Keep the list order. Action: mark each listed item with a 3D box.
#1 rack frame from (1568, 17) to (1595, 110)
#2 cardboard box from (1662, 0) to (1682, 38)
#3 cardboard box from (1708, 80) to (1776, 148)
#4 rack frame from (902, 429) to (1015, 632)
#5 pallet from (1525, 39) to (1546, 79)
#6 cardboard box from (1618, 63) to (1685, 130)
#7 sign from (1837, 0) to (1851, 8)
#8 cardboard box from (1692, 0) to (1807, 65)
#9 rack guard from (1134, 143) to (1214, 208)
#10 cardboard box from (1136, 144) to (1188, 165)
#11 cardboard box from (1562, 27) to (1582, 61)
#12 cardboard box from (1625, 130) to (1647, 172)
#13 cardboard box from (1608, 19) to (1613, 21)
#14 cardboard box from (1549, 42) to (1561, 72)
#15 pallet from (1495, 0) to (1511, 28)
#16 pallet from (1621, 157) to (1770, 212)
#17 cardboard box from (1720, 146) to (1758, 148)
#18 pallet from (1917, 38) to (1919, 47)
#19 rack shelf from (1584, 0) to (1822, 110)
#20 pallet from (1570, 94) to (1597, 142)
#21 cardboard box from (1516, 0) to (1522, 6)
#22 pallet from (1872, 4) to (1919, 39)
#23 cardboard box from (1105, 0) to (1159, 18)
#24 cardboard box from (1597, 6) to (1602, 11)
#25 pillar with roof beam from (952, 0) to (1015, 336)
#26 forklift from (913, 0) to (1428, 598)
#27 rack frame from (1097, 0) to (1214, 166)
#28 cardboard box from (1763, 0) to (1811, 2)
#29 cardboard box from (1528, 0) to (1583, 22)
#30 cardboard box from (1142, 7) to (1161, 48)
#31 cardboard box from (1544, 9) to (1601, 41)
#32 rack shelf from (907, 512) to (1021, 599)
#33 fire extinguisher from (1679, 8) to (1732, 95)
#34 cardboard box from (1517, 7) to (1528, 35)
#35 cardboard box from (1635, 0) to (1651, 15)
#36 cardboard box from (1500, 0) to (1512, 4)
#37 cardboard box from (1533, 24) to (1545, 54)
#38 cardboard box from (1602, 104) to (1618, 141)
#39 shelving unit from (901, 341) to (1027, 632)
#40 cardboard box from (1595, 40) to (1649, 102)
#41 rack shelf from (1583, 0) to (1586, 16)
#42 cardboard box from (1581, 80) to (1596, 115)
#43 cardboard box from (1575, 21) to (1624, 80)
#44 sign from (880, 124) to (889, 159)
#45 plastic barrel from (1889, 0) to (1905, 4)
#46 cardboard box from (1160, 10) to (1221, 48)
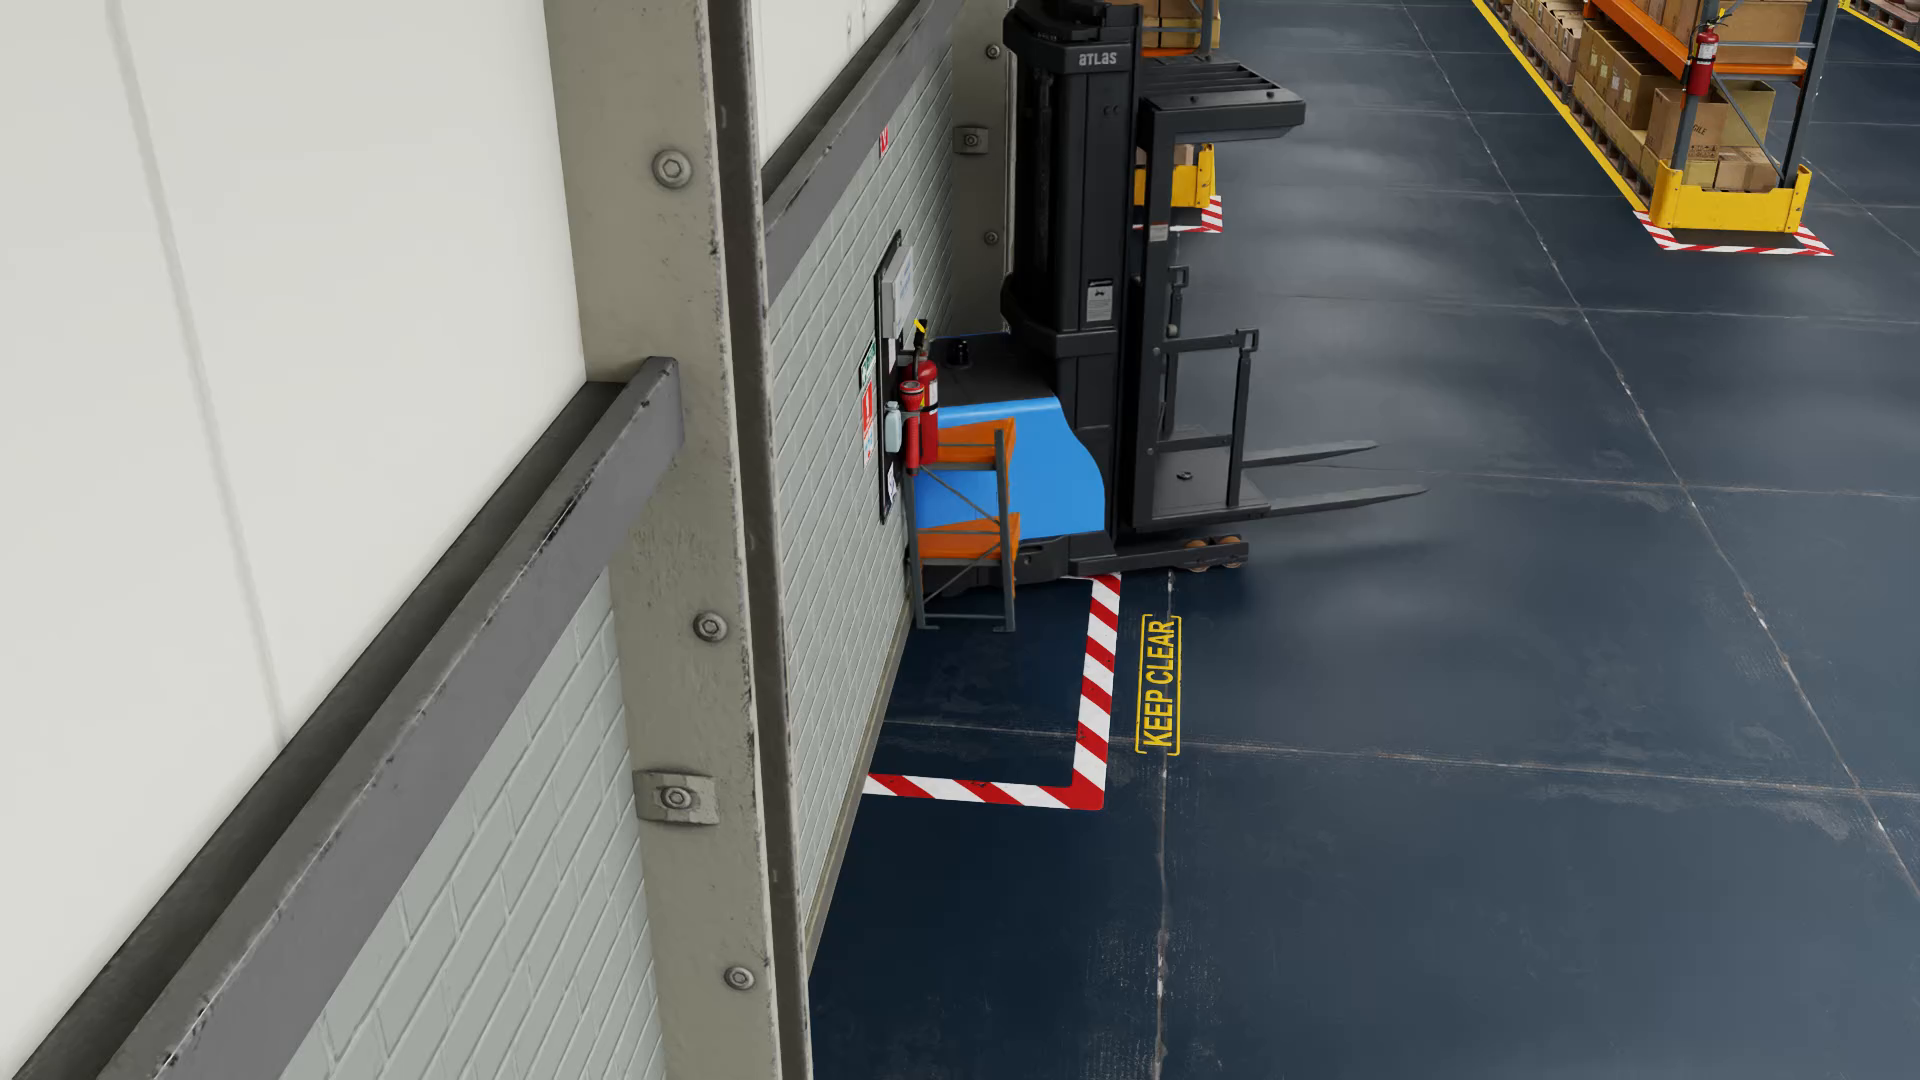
[{"bbox_3d":[7.041,-5.929,17.092,1.000,3.000,0.127,3,28,6],"label":"rack frame"},{"bbox_3d":[6.747,-4.790,14.873,0.700,0.500,0.500,4,29,7],"label":"cardboard box"},{"bbox_3d":[6.897,-3.825,14.854,0.500,0.500,0.500,3,28,6],"label":"cardboard box"},{"bbox_3d":[-0.007,-0.033,8.118,0.500,1.125,0.032,1,31,9],"label":"rack frame"},{"bbox_3d":[7.240,-5.626,19.471,1.003,0.211,1.213,3,28,6],"label":"pallet"},{"bbox_3d":[6.429,-4.092,15.348,0.500,0.500,0.500,3,28,6],"label":"cardboard box"},{"bbox_3d":[7.101,-4.427,13.308,0.100,0.325,0.005,3,28,6],"label":"sign"},{"bbox_3d":[6.621,-4.309,13.980,0.700,0.500,0.500,3,28,6],"label":"cardboard box"},{"bbox_3d":[1.644,-3.267,14.788,1.175,0.500,0.348,3,28,6],"label":"rack guard"},{"bbox_3d":[1.808,-3.662,15.257,0.500,0.311,0.500,0,28,0],"label":"cardboard box"},{"bbox_3d":[6.806,-5.357,17.897,0.500,0.311,0.500,3,28,6],"label":"cardboard box"},{"bbox_3d":[6.373,-3.526,15.089,0.500,0.250,0.500,3,28,6],"label":"cardboard box"},{"bbox_3d":[7.406,-5.565,18.283,0.500,0.311,0.500,3,28,6],"label":"cardboard box"},{"bbox_3d":[6.868,-5.353,18.480,0.500,0.250,0.500,3,28,5],"label":"cardboard box"},{"bbox_3d":[7.660,-6.933,21.897,1.003,0.211,1.213,3,28,6],"label":"pallet"},{"bbox_3d":[6.603,-3.181,14.931,1.003,0.211,1.213,3,28,6],"label":"pallet"},{"bbox_3d":[6.895,-3.495,15.032,0.500,0.250,0.500,3,28,6],"label":"cardboard box"},{"bbox_3d":[12.313,-5.932,20.038,1.003,0.211,1.213,3,28,6],"label":"pallet"},{"bbox_3d":[6.796,-4.671,15.515,1.077,0.370,4.000,3,28,6],"label":"rack shelf"},{"bbox_3d":[6.902,-4.329,17.063,1.003,0.211,1.213,3,28,6],"label":"pallet"},{"bbox_3d":[7.176,-6.803,20.581,0.500,0.311,0.500,4,29,8],"label":"cardboard box"},{"bbox_3d":[12.502,-6.668,21.404,1.003,0.211,1.213,3,28,6],"label":"pallet"},{"bbox_3d":[1.481,-4.839,14.416,0.500,0.500,0.500,3,28,6],"label":"cardboard box"},{"bbox_3d":[7.526,-6.054,19.189,0.500,0.311,0.500,4,29,8],"label":"cardboard box"},{"bbox_3d":[4.399,-4.278,7.704,9.100,9.000,0.400,3,28,6],"label":"pillar with roof beam"},{"bbox_3d":[1.070,-1.354,8.673,3.031,2.935,1.130,-7,29,-12],"label":"forklift"},{"bbox_3d":[1.634,-4.332,14.128,1.000,3.000,0.127,3,28,6],"label":"rack frame"},{"bbox_3d":[6.813,-4.548,13.739,0.380,0.149,0.250,3,28,6],"label":"cardboard box"},{"bbox_3d":[7.055,-6.316,19.676,0.500,0.311,0.500,3,28,5],"label":"cardboard box"},{"bbox_3d":[1.499,-4.506,14.589,0.500,0.250,0.500,4,29,7],"label":"cardboard box"},{"bbox_3d":[6.927,-5.837,18.788,0.500,0.311,0.500,3,28,6],"label":"cardboard box"},{"bbox_3d":[0.078,-0.083,8.673,0.538,0.278,1.000,1,31,9],"label":"rack shelf"},{"bbox_3d":[6.076,-3.983,13.563,0.296,0.674,0.183,3,28,6],"label":"fire extinguisher"},{"bbox_3d":[7.115,-6.320,20.275,0.500,0.250,0.500,3,28,5],"label":"cardboard box"},{"bbox_3d":[6.870,-5.279,15.781,0.700,0.500,0.500,4,29,7],"label":"cardboard box"},{"bbox_3d":[7.413,-7.359,21.918,0.500,0.500,0.500,4,29,8],"label":"cardboard box"},{"bbox_3d":[6.994,-5.833,19.372,0.500,0.250,0.500,4,29,7],"label":"cardboard box"},{"bbox_3d":[6.495,-3.997,15.962,0.500,0.250,0.500,3,28,6],"label":"cardboard box"},{"bbox_3d":[0.062,-0.293,8.550,0.538,1.125,1.048,1,31,9],"label":"shelving unit"},{"bbox_3d":[6.551,-4.562,16.222,0.500,0.500,0.500,3,28,6],"label":"cardboard box"},{"bbox_3d":[7.286,-6.554,19.010,1.077,0.370,4.000,3,28,6],"label":"rack shelf"},{"bbox_3d":[6.617,-4.467,16.836,0.500,0.250,0.500,3,28,6],"label":"cardboard box"},{"bbox_3d":[6.674,-5.033,17.096,0.500,0.500,0.500,3,28,6],"label":"cardboard box"},{"bbox_3d":[-0.314,-1.749,6.890,0.001,0.298,0.199,3,28,6],"label":"sign"},{"bbox_3d":[12.628,-7.408,21.938,0.600,0.588,0.708,3,28,6],"label":"plastic barrel"},{"bbox_3d":[2.009,-4.486,14.551,0.500,0.250,0.500,3,28,5],"label":"cardboard box"}]
